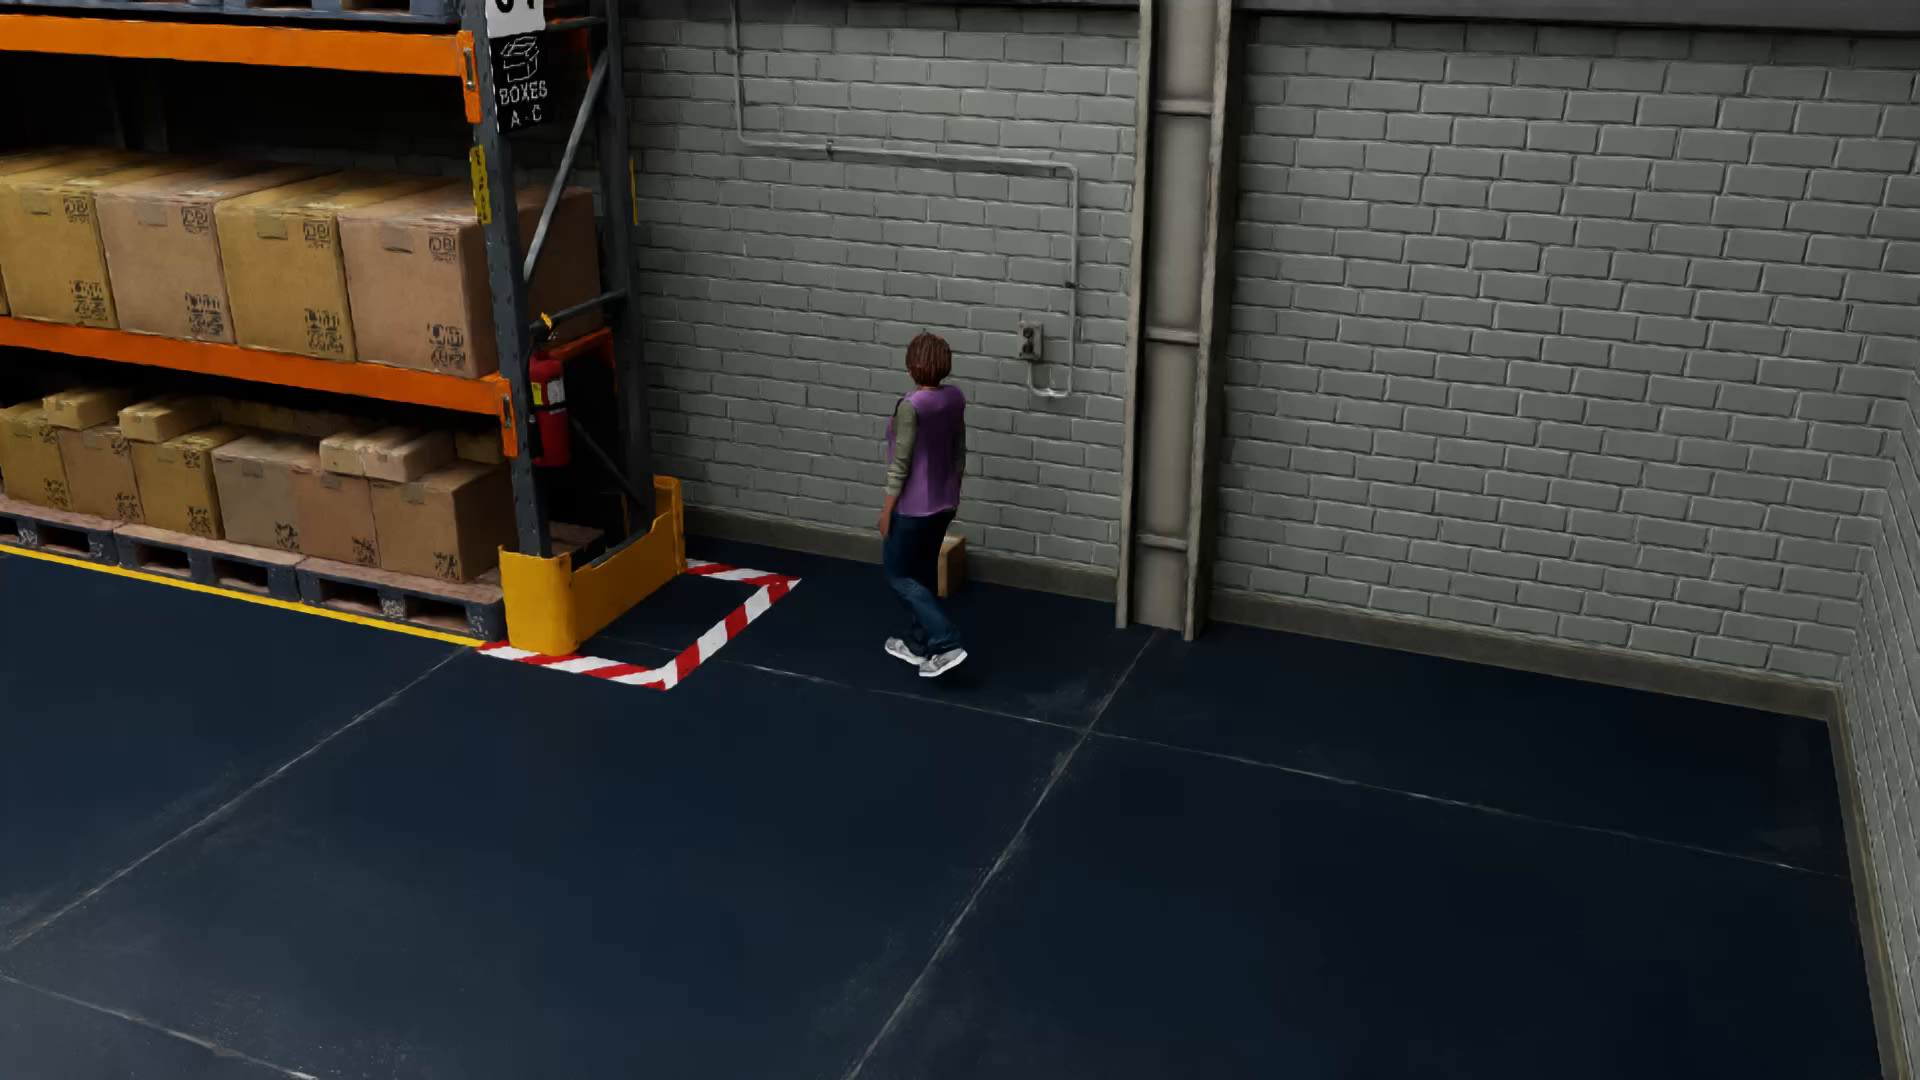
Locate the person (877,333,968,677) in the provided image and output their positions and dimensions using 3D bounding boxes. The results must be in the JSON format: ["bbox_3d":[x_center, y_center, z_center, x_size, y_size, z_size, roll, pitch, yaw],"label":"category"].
[{"bbox_3d":[-0.150,-0.143,7.423,0.571,1.596,0.437,19,29,38],"label":"person"}]
